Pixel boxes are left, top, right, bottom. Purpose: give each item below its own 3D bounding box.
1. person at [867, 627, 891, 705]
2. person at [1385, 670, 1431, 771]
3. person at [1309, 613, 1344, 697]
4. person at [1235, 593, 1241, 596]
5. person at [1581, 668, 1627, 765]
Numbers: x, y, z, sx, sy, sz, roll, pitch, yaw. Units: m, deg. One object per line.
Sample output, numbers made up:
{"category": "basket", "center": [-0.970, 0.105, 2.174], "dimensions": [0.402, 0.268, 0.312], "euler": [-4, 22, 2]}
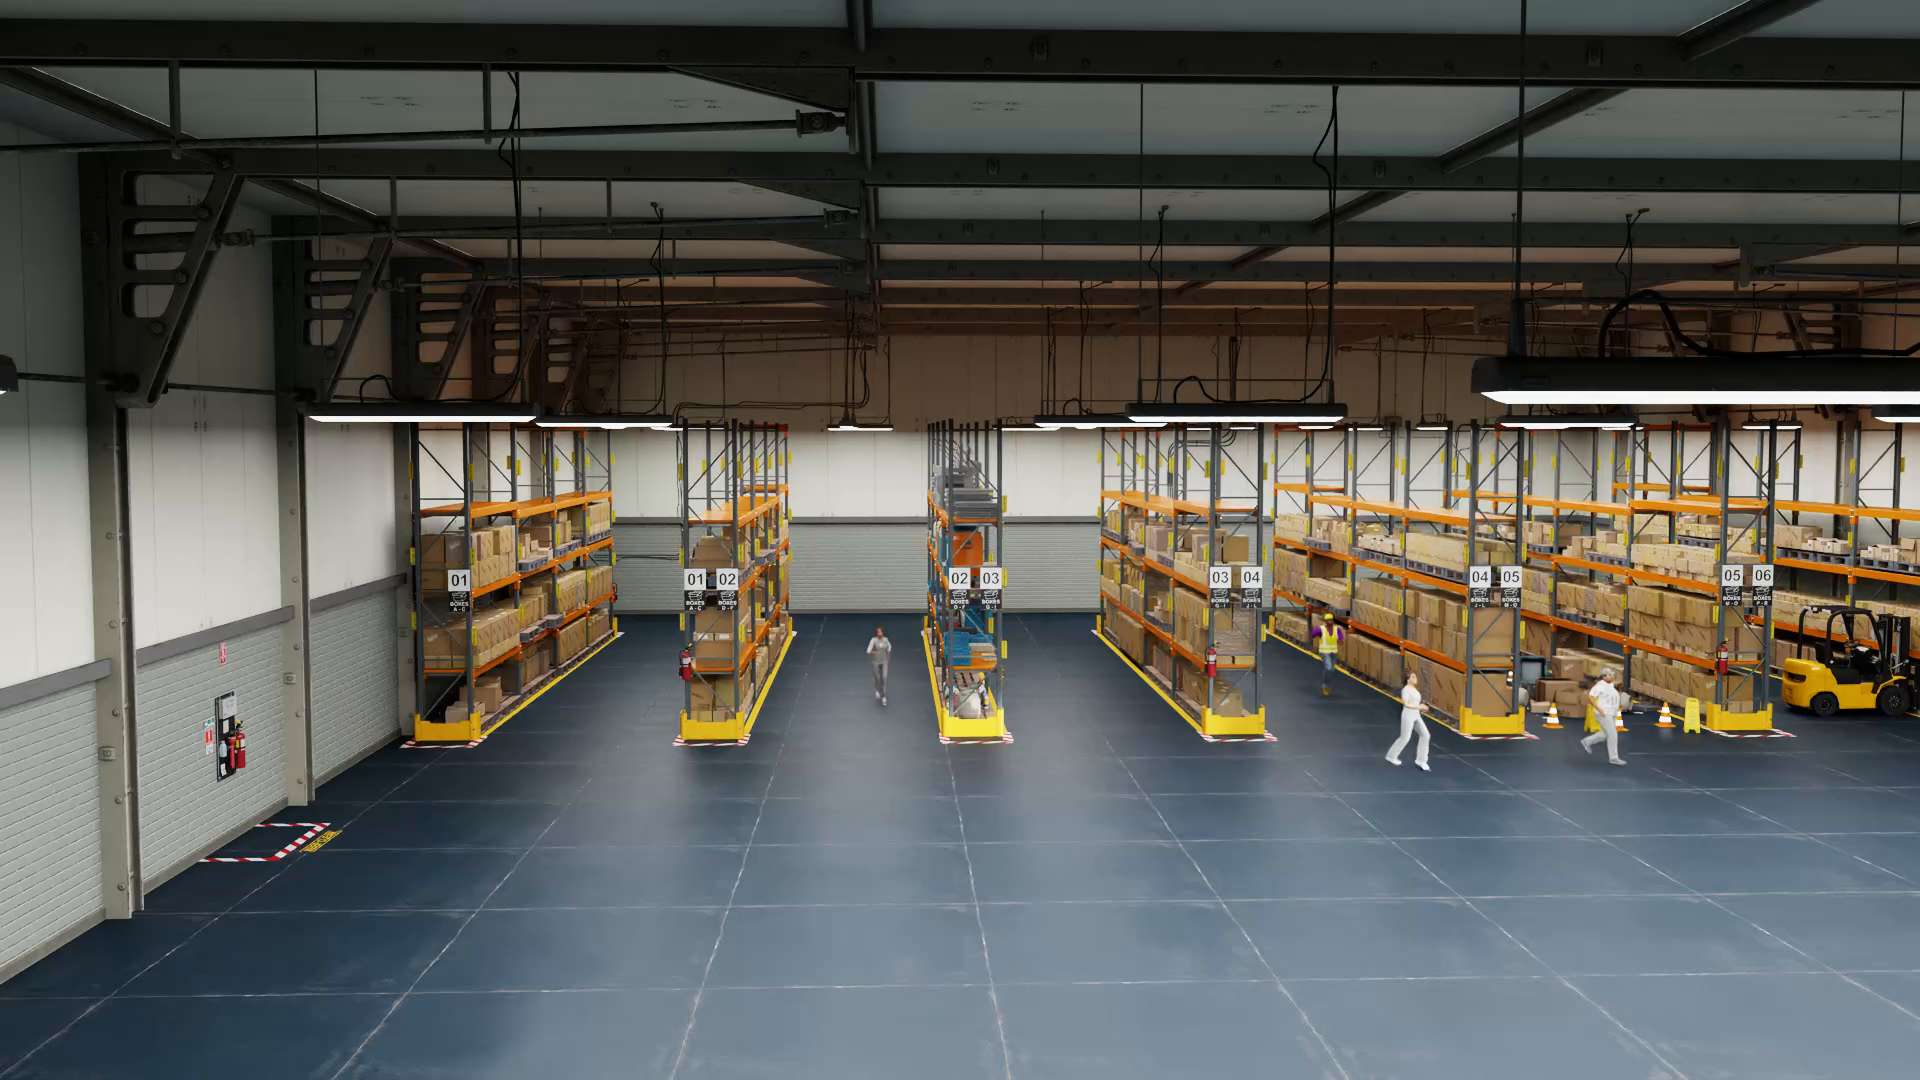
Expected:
{"category": "person", "center": [-1.717, 2.648, 35.354], "dimensions": [0.528, 1.631, 0.751], "euler": [0, 4, -6]}
{"category": "person", "center": [7.667, 3.077, 28.418], "dimensions": [0.773, 1.714, 0.570], "euler": [3, 5, 39]}
{"category": "person", "center": [8.071, 2.515, 36.419], "dimensions": [0.676, 1.820, 0.750], "euler": [-1, 4, -14]}
{"category": "person", "center": [7.732, 1.879, 46.882], "dimensions": [0.754, 1.694, 0.687], "euler": [0, 4, -3]}
{"category": "person", "center": [11.205, 3.040, 28.942], "dimensions": [0.636, 1.645, 0.876], "euler": [-4, 5, -44]}
